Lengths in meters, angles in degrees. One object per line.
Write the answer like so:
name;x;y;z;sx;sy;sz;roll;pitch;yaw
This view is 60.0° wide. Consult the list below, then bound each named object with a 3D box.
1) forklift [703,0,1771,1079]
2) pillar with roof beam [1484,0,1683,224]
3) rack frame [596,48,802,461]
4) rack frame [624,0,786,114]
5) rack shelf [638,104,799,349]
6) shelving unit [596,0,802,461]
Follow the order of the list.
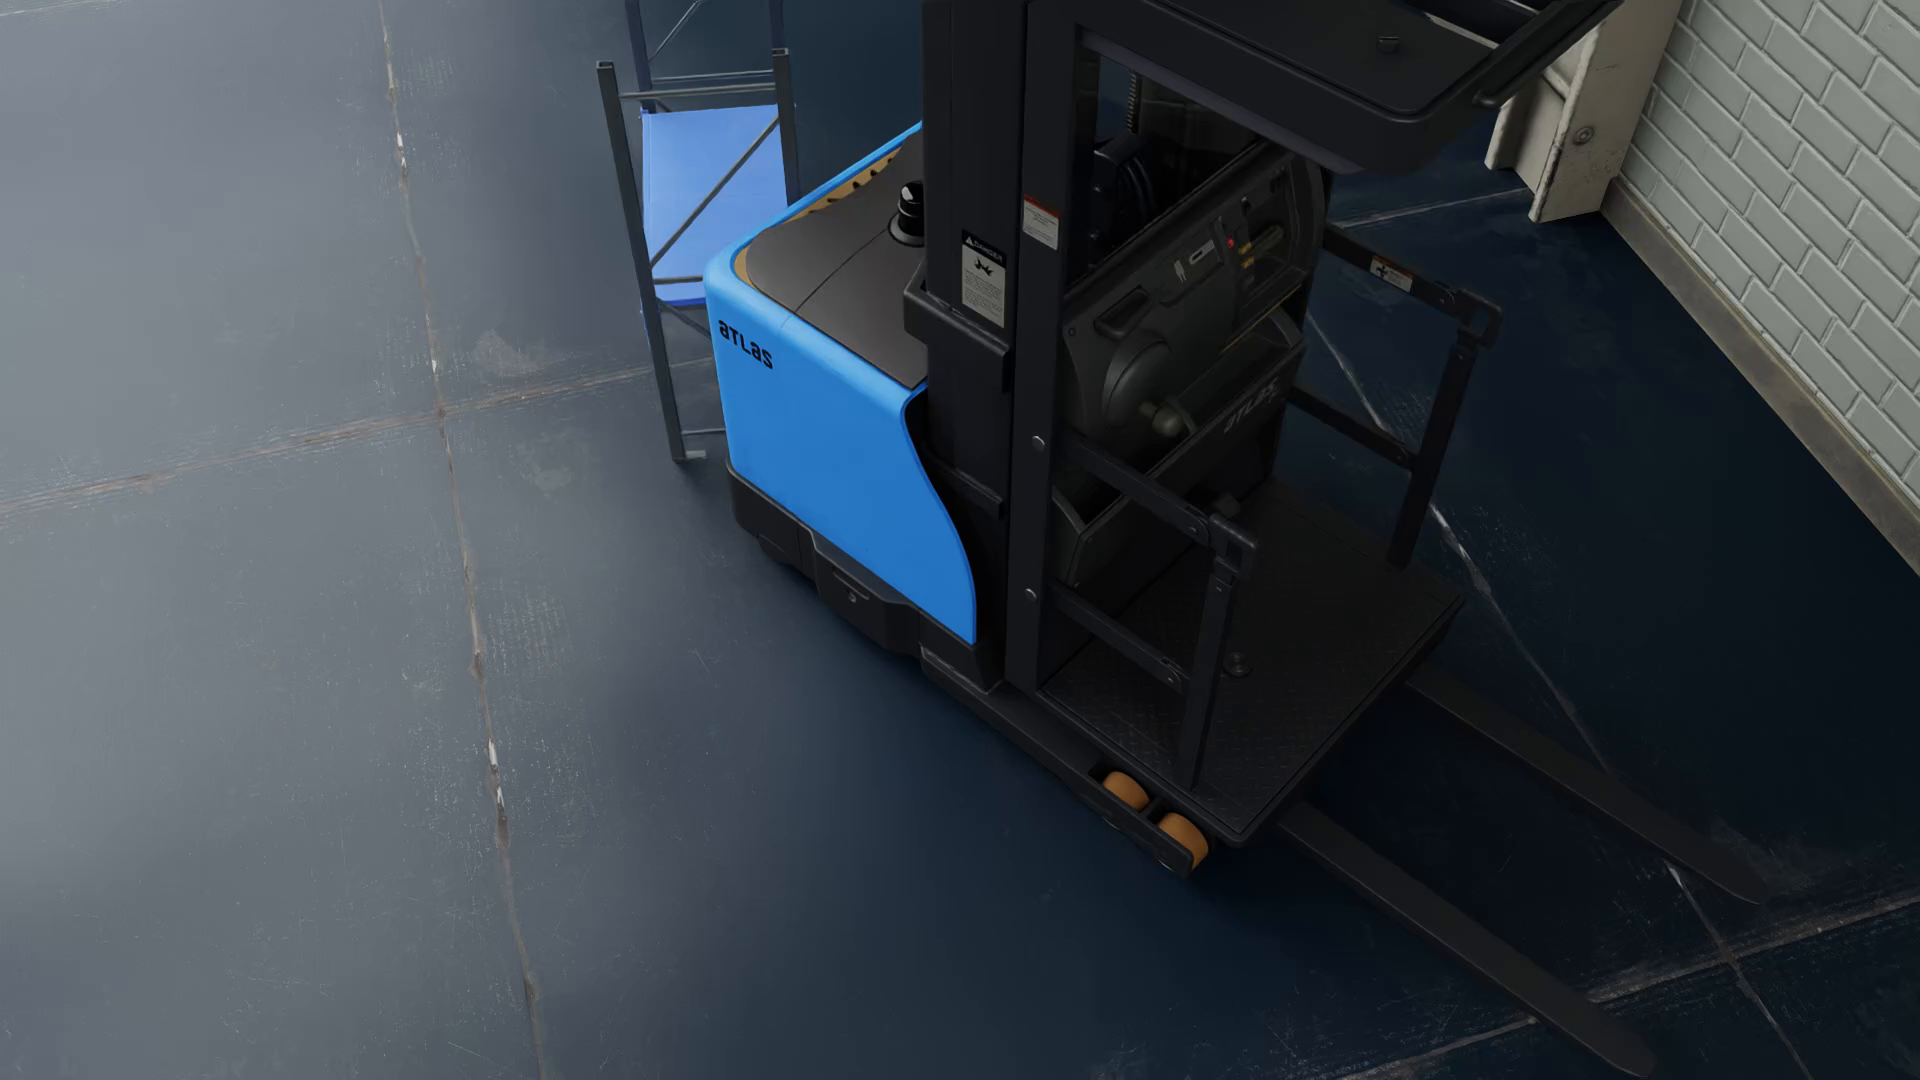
forklift;0.713;-0.506;3.760;3.031;2.935;1.130;35;58;26
pillar with roof beam;-1.862;-3.296;2.143;9.100;9.000;0.400;-13;51;-11
rack frame;-0.699;-0.778;4.925;0.500;1.500;0.032;-5;50;-5
rack frame;-0.826;-1.550;5.575;0.500;1.500;0.032;-5;50;-5
rack shelf;-0.763;-1.048;5.388;0.538;0.185;1.000;-5;50;-5
shelving unit;-0.763;-1.164;5.250;0.538;1.500;1.048;-5;50;-5
